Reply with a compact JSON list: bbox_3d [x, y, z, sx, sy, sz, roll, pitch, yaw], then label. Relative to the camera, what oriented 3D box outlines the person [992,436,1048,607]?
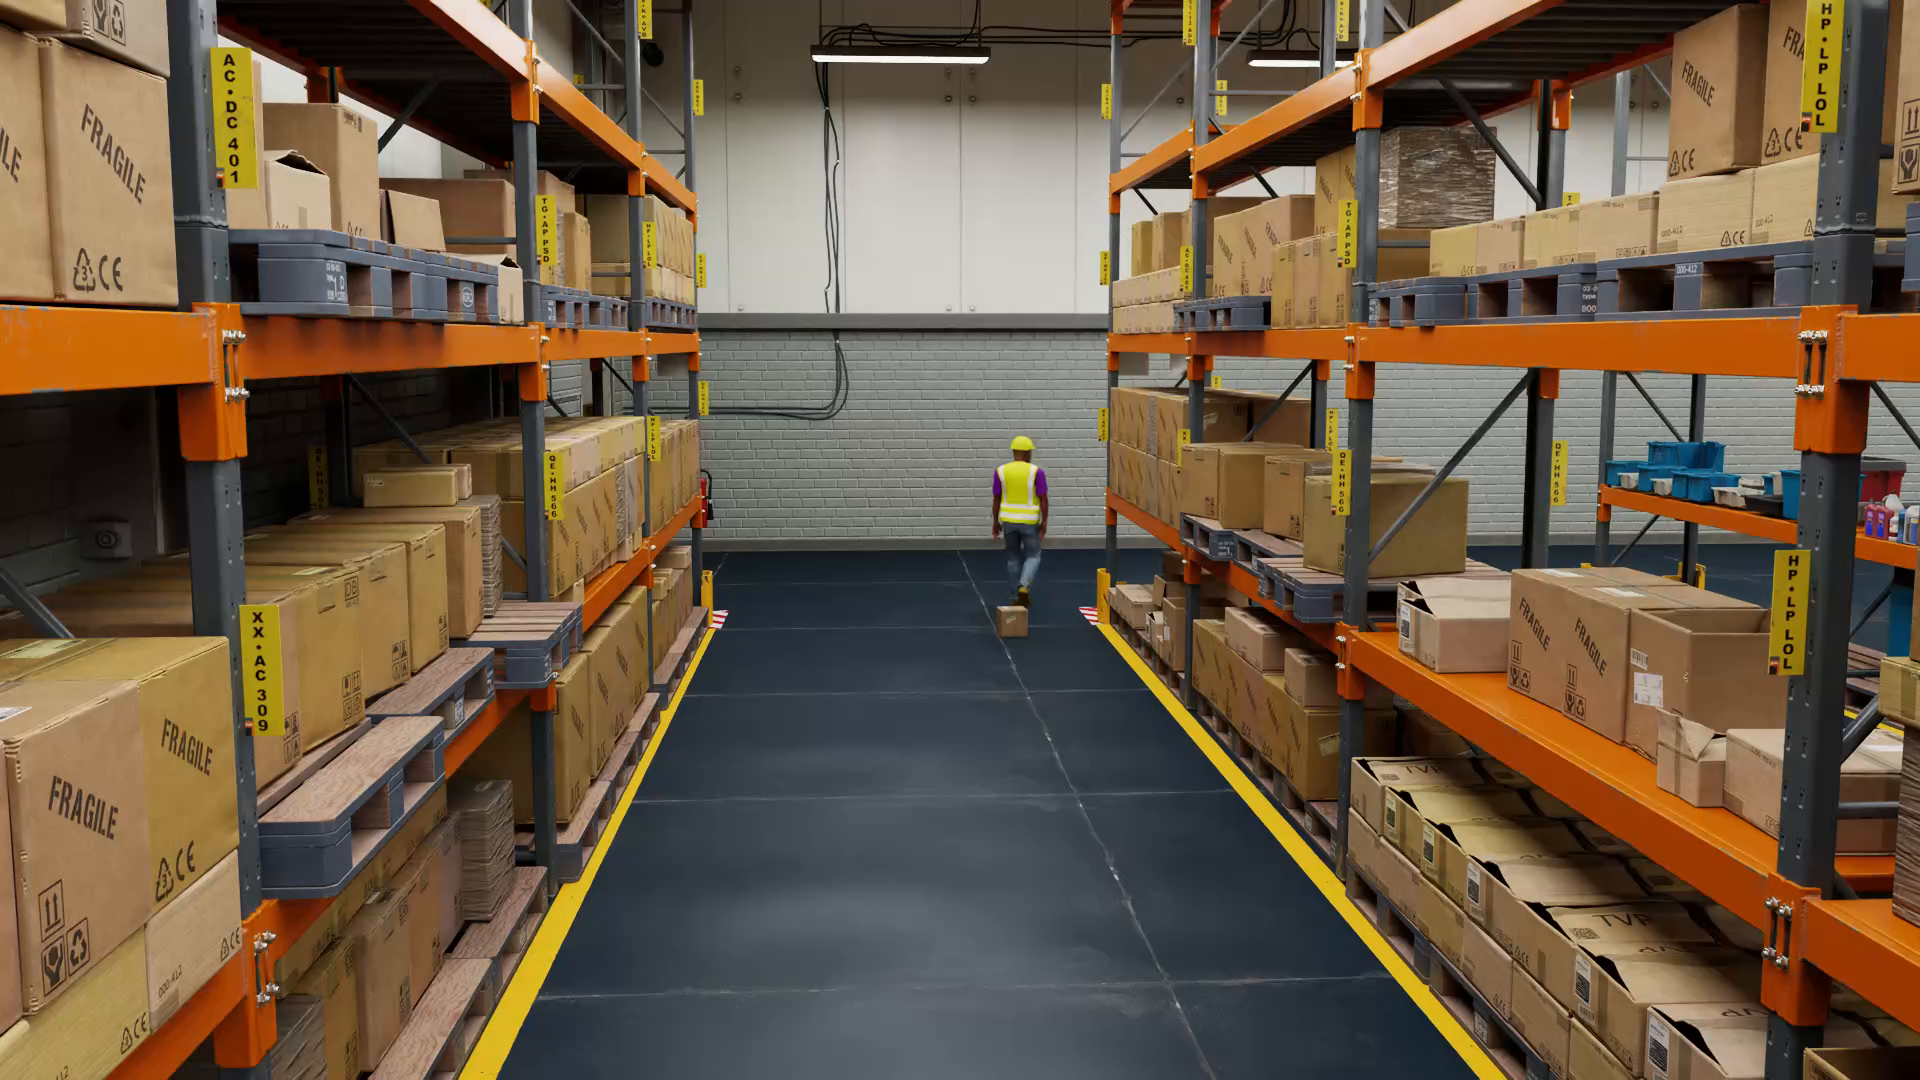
[{"bbox_3d":[0.624,-0.184,17.046,0.603,1.761,0.650,2,7,15],"label":"person"}]
